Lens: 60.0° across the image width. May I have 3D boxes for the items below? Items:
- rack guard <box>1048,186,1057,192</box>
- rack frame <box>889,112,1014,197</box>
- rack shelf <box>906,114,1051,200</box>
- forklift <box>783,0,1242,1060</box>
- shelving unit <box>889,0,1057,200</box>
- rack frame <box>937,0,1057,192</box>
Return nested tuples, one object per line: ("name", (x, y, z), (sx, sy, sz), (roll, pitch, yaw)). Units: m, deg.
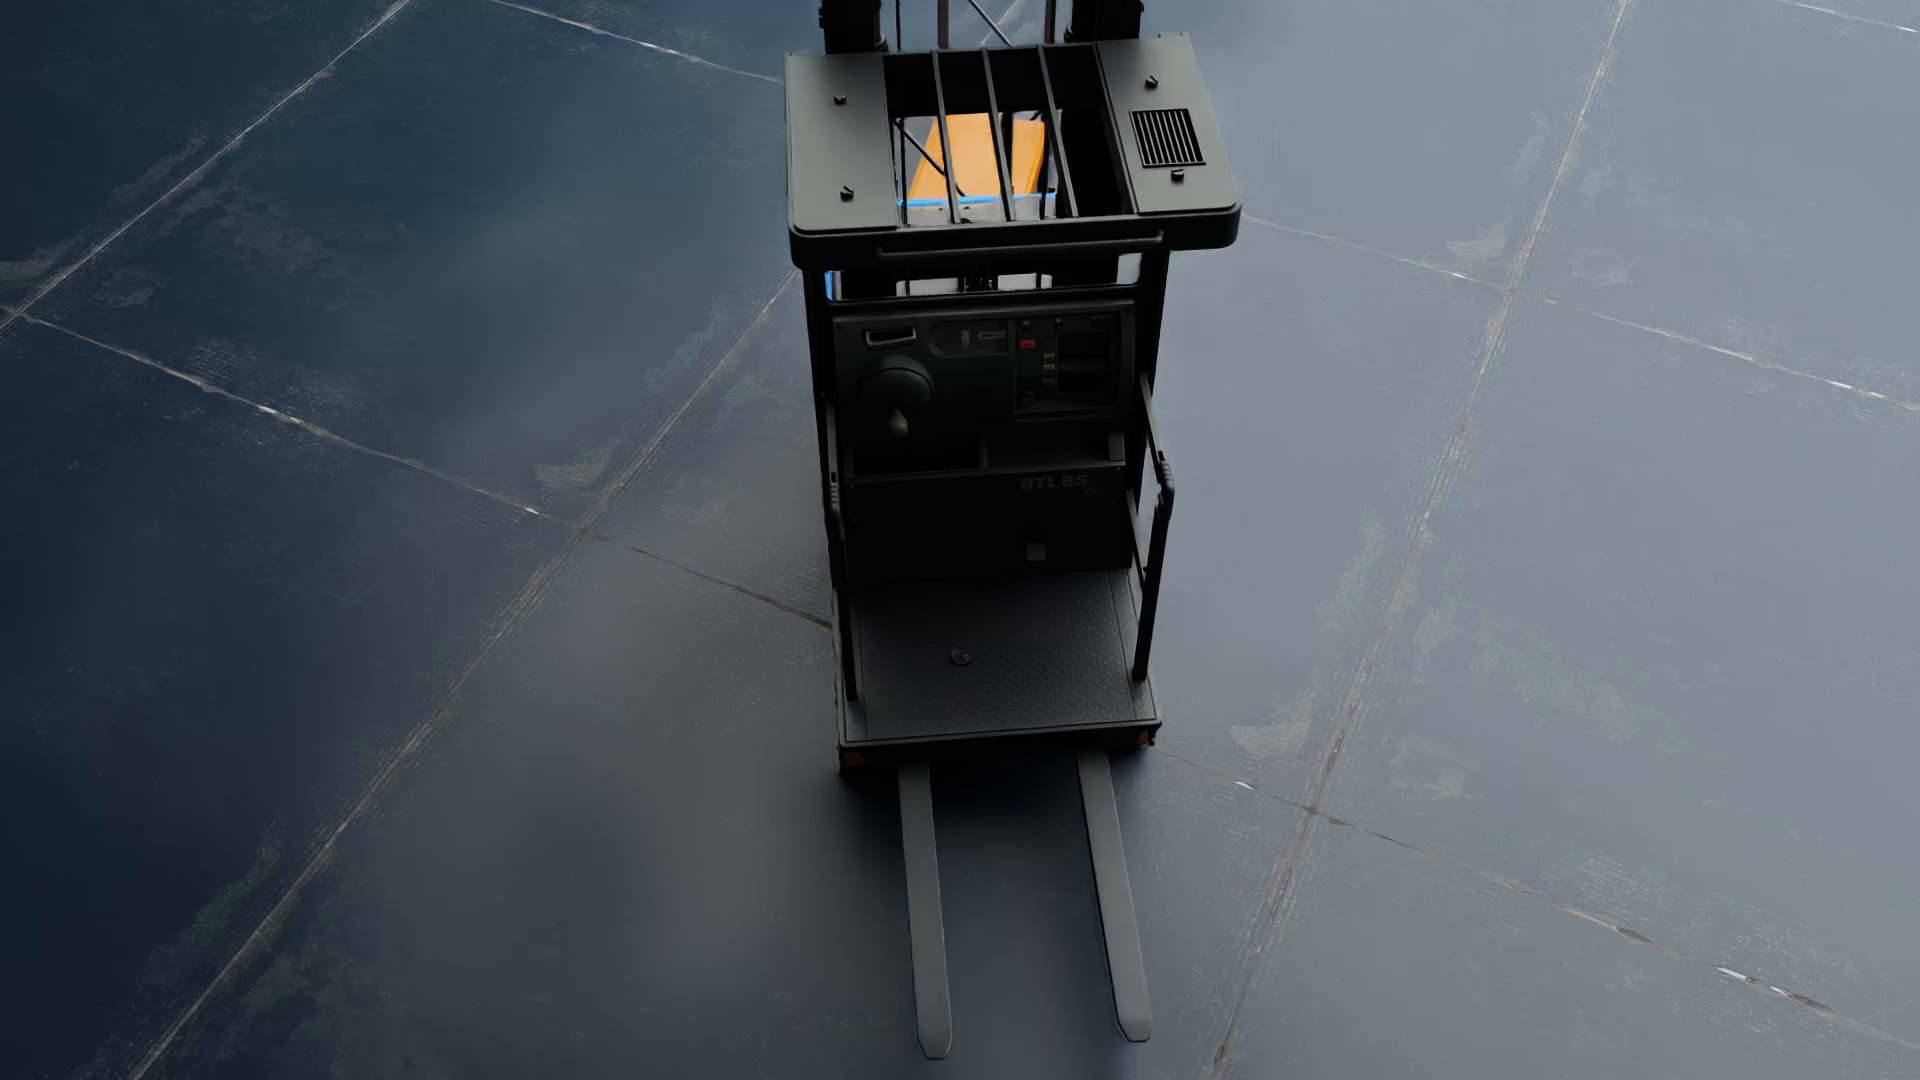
("rack guard", (0.153, -1.547, 7.717), (0.587, 0.250, 0.087), (9, 50, 7))
("rack frame", (-0.050, -1.194, 6.597), (0.500, 1.500, 0.032), (9, 50, 7))
("rack shelf", (0.052, -1.457, 7.056), (0.538, 0.185, 1.000), (9, 50, 7))
("forklift", (0.099, -0.428, 5.005), (1.130, 2.935, 3.031), (-4, 50, -3))
("shelving unit", (0.053, -1.580, 6.925), (0.587, 1.500, 1.083), (9, 50, 7))
("rack frame", (0.153, -1.953, 7.242), (0.500, 1.500, 0.032), (9, 50, 7))
